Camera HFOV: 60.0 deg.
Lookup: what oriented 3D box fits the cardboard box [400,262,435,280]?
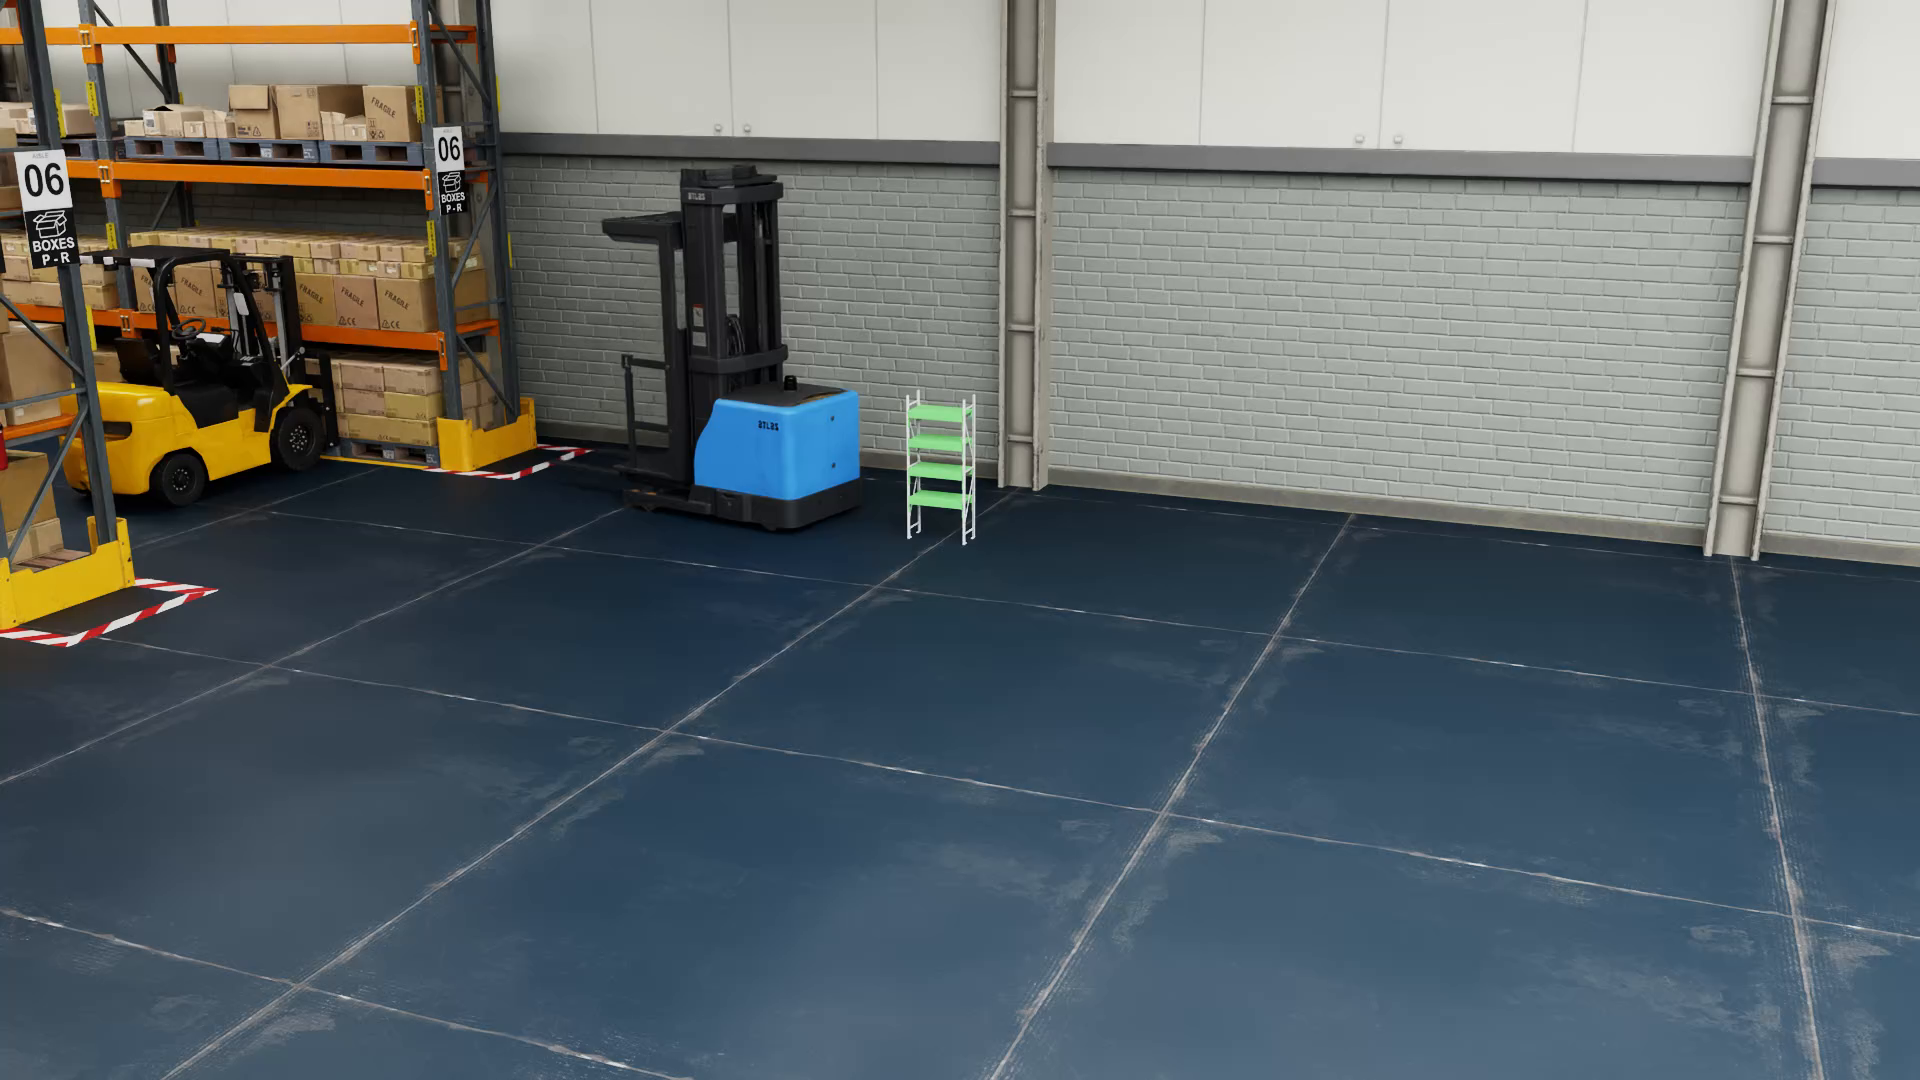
[{"bbox_3d":[-5.104,-2.582,15.845,0.250,0.149,0.380,7,17,21],"label":"cardboard box"}]

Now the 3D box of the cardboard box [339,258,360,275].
[{"bbox_3d":[-5.798,-2.671,16.152,0.250,0.149,0.380,6,17,20],"label":"cardboard box"}]

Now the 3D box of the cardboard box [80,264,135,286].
[{"bbox_3d":[-8.950,-2.821,17.383,0.500,0.250,0.500,6,17,19],"label":"cardboard box"}]

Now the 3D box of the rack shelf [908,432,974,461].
[{"bbox_3d":[-0.154,-0.762,13.516,0.480,0.148,0.258,6,17,21],"label":"rack shelf"}]

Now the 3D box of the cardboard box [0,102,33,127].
[{"bbox_3d":[-9.876,-4.406,17.317,0.500,0.311,0.500,6,17,19],"label":"cardboard box"}]

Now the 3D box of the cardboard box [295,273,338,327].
[{"bbox_3d":[-6.189,-2.398,16.374,0.500,0.500,0.500,6,17,20],"label":"cardboard box"}]

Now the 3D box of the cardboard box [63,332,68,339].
[{"bbox_3d":[-10.308,-1.939,18.477,0.625,0.625,0.875,6,17,18],"label":"cardboard box"}]

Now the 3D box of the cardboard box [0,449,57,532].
[{"bbox_3d":[-7.167,-0.370,12.401,0.500,0.500,0.500,6,17,19],"label":"cardboard box"}]

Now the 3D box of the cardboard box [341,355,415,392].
[{"bbox_3d":[-5.698,-1.638,16.322,0.500,0.250,0.500,7,17,22],"label":"cardboard box"}]

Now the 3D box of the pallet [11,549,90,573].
[{"bbox_3d":[-7.310,0.267,12.375,1.213,0.211,1.003,6,17,21],"label":"pallet"}]

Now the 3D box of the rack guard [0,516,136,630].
[{"bbox_3d":[-6.567,0.221,12.017,0.348,0.500,1.175,6,17,21],"label":"rack guard"}]

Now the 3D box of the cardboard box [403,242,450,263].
[{"bbox_3d":[-5.089,-2.744,15.870,0.250,0.149,0.380,6,17,21],"label":"cardboard box"}]

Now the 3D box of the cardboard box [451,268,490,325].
[{"bbox_3d":[-5.037,-2.431,16.487,0.500,0.500,0.500,7,18,22],"label":"cardboard box"}]

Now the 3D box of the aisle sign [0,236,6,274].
[{"bbox_3d":[-6.545,-2.139,10.999,0.004,0.787,0.394,6,17,21],"label":"aisle sign"}]

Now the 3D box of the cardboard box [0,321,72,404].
[{"bbox_3d":[-6.835,-1.283,12.001,0.500,0.500,0.500,6,17,20],"label":"cardboard box"}]

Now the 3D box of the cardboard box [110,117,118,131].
[{"bbox_3d":[-9.117,-4.376,17.506,0.250,0.149,0.380,6,17,21],"label":"cardboard box"}]

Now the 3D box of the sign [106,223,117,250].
[{"bbox_3d":[-8.589,-3.045,16.849,0.005,0.325,0.100,6,17,21],"label":"sign"}]

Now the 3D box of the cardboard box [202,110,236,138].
[{"bbox_3d":[-7.130,-4.064,16.221,0.258,0.266,0.396,6,17,19],"label":"cardboard box"}]

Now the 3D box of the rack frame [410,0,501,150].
[{"bbox_3d":[-4.678,-5.141,15.241,0.127,3.000,1.000,6,17,21],"label":"rack frame"}]

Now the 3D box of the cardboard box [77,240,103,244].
[{"bbox_3d":[-9.254,-3.066,17.513,0.250,0.149,0.380,6,17,21],"label":"cardboard box"}]

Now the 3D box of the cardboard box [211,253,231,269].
[{"bbox_3d":[-7.260,-2.811,16.632,0.250,0.149,0.380,6,17,20],"label":"cardboard box"}]

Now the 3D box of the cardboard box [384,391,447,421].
[{"bbox_3d":[-5.246,-1.350,16.225,0.500,0.250,0.500,6,17,20],"label":"cardboard box"}]

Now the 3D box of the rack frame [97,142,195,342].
[{"bbox_3d":[-8.399,-2.669,17.487,0.127,3.000,1.000,6,17,21],"label":"rack frame"}]

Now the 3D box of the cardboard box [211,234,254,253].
[{"bbox_3d":[-7.242,-2.962,16.621,0.250,0.149,0.380,6,17,20],"label":"cardboard box"}]

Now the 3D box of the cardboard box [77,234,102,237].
[{"bbox_3d":[-9.577,-3.240,18.110,0.250,0.149,0.380,6,17,21],"label":"cardboard box"}]

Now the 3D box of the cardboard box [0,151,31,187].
[{"bbox_3d":[-6.866,-2.604,11.619,0.500,0.250,0.500,6,17,20],"label":"cardboard box"}]

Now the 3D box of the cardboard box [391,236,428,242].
[{"bbox_3d":[-5.394,-2.911,16.444,0.250,0.149,0.380,7,17,22],"label":"cardboard box"}]

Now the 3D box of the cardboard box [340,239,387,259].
[{"bbox_3d":[-5.787,-2.826,16.151,0.250,0.149,0.380,6,17,21],"label":"cardboard box"}]

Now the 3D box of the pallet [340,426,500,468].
[{"bbox_3d":[-5.405,-0.988,16.699,1.213,0.211,1.003,6,17,21],"label":"pallet"}]

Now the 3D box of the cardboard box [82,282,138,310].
[{"bbox_3d":[-8.964,-2.581,17.452,0.500,0.250,0.500,7,17,22],"label":"cardboard box"}]

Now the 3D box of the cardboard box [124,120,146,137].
[{"bbox_3d":[-8.093,-4.114,16.602,0.250,0.149,0.380,7,17,22],"label":"cardboard box"}]

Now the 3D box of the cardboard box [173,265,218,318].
[{"bbox_3d":[-7.592,-2.555,16.915,0.500,0.500,0.500,7,17,22],"label":"cardboard box"}]

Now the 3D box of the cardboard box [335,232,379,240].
[{"bbox_3d":[-6.081,-3.013,16.795,0.250,0.149,0.380,6,17,19],"label":"cardboard box"}]

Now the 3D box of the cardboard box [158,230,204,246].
[{"bbox_3d":[-7.929,-3.063,16.968,0.250,0.149,0.380,7,17,21],"label":"cardboard box"}]

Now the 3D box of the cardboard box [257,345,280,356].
[{"bbox_3d":[-7.125,-1.797,16.868,0.500,0.250,0.500,7,18,23],"label":"cardboard box"}]

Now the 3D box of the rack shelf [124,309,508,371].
[{"bbox_3d":[-6.539,-2.119,16.883,4.000,0.370,1.077,6,17,21],"label":"rack shelf"}]

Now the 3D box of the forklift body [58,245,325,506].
[{"bbox_3d":[-7.112,-1.573,15.235,1.214,2.155,2.313,6,17,21],"label":"forklift body"}]

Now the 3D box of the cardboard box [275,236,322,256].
[{"bbox_3d":[-6.518,-2.900,16.405,0.250,0.149,0.380,7,17,21],"label":"cardboard box"}]

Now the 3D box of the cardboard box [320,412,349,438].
[{"bbox_3d":[-6.153,-1.214,16.654,0.500,0.250,0.500,6,17,21],"label":"cardboard box"}]

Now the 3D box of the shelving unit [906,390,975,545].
[{"bbox_3d":[-0.154,-0.593,13.565,0.503,1.200,0.258,6,17,21],"label":"shelving unit"}]

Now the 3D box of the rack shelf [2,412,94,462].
[{"bbox_3d":[-8.357,-0.831,12.447,4.000,0.370,1.077,6,17,21],"label":"rack shelf"}]

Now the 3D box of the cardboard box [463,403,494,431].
[{"bbox_3d":[-5.063,-1.242,16.750,0.500,0.250,0.500,6,17,21],"label":"cardboard box"}]

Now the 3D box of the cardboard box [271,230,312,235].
[{"bbox_3d":[-6.812,-3.078,17.019,0.250,0.149,0.380,6,17,20],"label":"cardboard box"}]

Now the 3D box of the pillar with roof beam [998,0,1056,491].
[{"bbox_3d":[-0.993,-3.716,10.332,0.400,9.000,9.100,6,17,21],"label":"pillar with roof beam"}]

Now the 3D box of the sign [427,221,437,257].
[{"bbox_3d":[-4.890,-2.790,15.404,0.005,0.325,0.100,6,17,21],"label":"sign"}]

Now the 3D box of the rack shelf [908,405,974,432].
[{"bbox_3d":[-0.154,-0.993,13.449,0.480,0.148,0.258,6,17,21],"label":"rack shelf"}]

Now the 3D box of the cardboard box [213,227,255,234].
[{"bbox_3d":[-7.522,-3.157,17.292,0.250,0.149,0.380,6,17,20],"label":"cardboard box"}]

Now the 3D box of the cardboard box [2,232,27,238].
[{"bbox_3d":[-10.308,-3.305,18.335,0.250,0.149,0.380,7,18,22],"label":"cardboard box"}]

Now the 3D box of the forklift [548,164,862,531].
[{"bbox_3d":[-2.368,-1.773,14.523,3.031,2.935,1.130,10,19,31],"label":"forklift"}]

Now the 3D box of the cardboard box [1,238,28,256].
[{"bbox_3d":[-9.998,-3.129,17.729,0.250,0.149,0.380,6,17,21],"label":"cardboard box"}]

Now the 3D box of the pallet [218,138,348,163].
[{"bbox_3d":[-6.465,-3.861,16.373,1.213,0.211,1.003,6,17,21],"label":"pallet"}]

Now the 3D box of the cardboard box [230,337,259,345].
[{"bbox_3d":[-7.394,-1.982,17.507,0.500,0.250,0.500,6,17,20],"label":"cardboard box"}]

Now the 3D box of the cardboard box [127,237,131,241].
[{"bbox_3d":[-8.878,-3.161,17.840,0.250,0.149,0.380,6,17,19],"label":"cardboard box"}]

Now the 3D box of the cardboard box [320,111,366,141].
[{"bbox_3d":[-5.797,-3.917,15.716,0.258,0.266,0.396,6,17,21],"label":"cardboard box"}]

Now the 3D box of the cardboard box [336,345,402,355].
[{"bbox_3d":[-5.983,-1.824,16.960,0.500,0.250,0.500,6,17,20],"label":"cardboard box"}]

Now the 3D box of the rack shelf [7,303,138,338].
[{"bbox_3d":[-10.260,-2.528,18.292,4.000,0.370,1.077,6,17,21],"label":"rack shelf"}]

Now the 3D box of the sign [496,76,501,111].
[{"bbox_3d":[-4.469,-4.302,16.020,0.005,0.325,0.100,6,17,21],"label":"sign"}]
